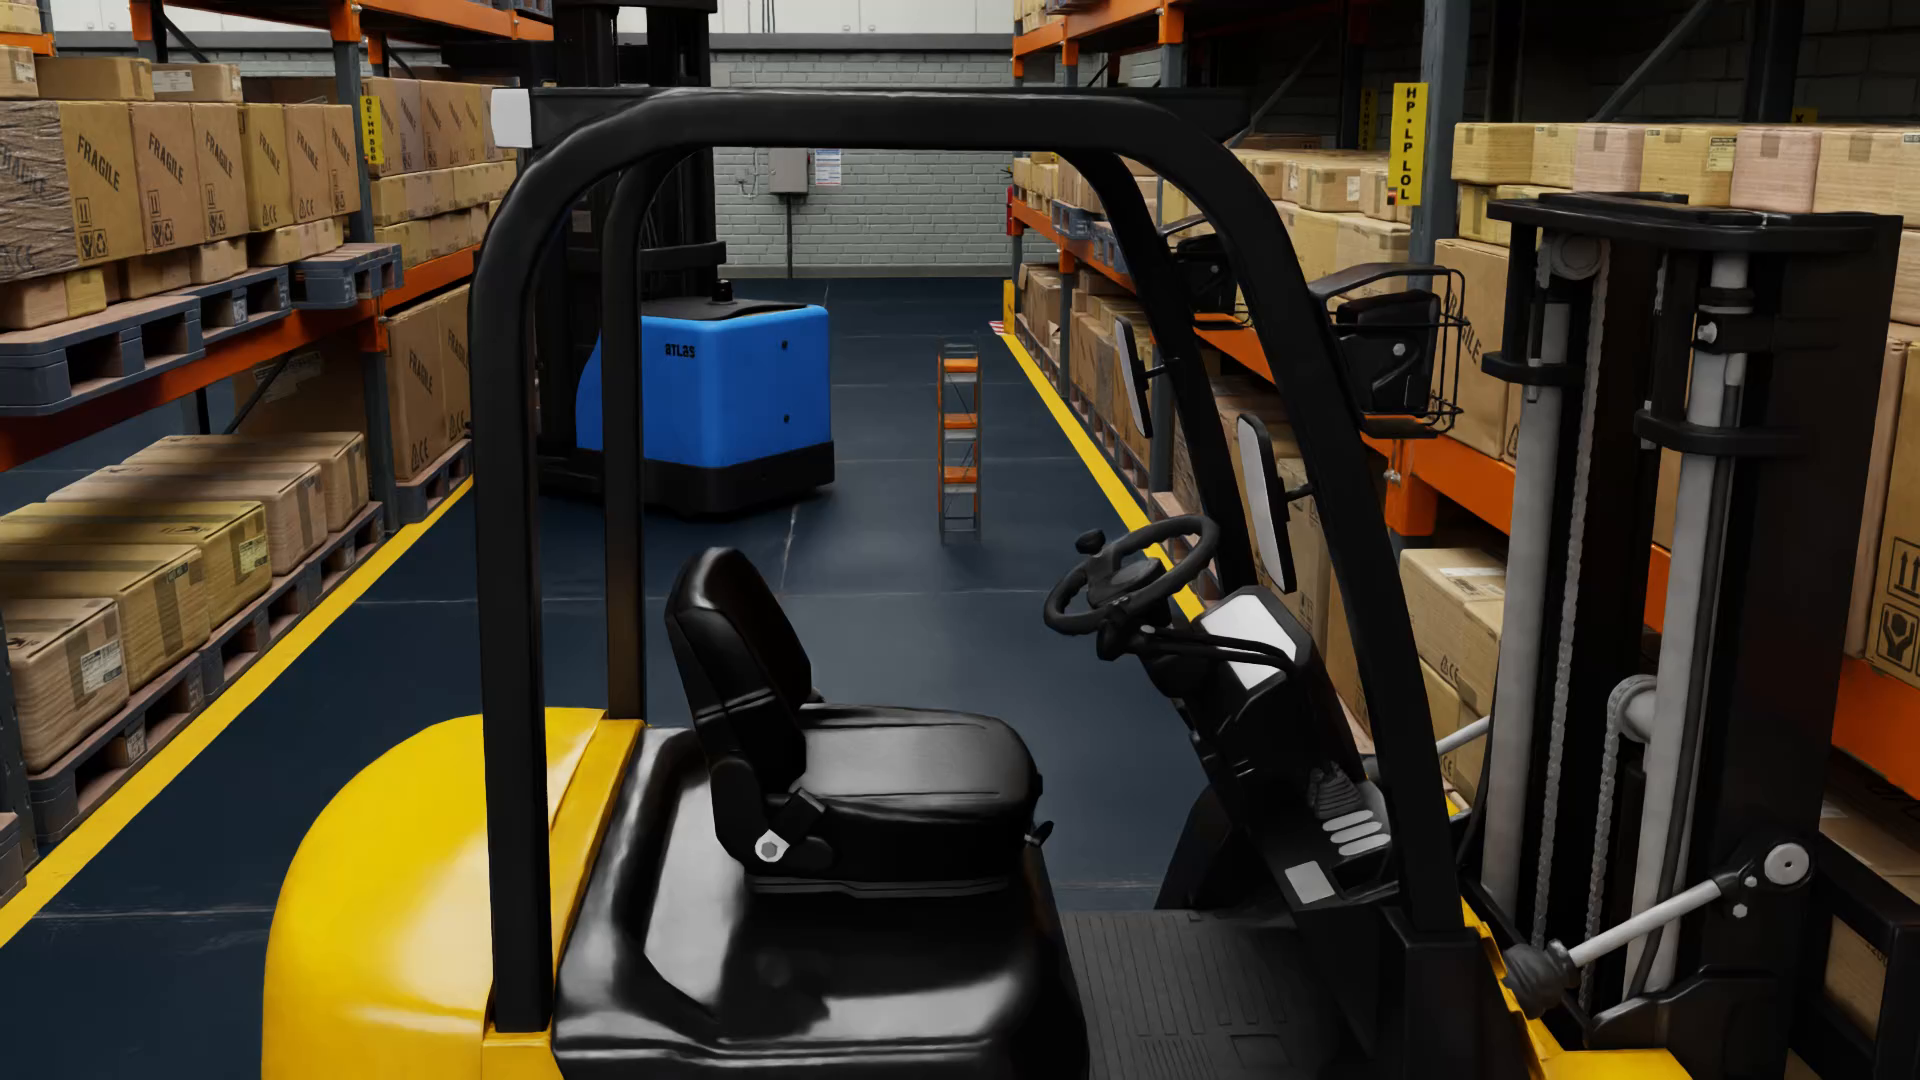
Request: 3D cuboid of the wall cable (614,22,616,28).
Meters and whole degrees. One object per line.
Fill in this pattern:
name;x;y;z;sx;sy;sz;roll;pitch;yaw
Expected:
wall cable;-4.567;-7.790;20.743;0.463;3.000;0.029;-1;14;-3

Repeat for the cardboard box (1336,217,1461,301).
cardboard box;1.478;-0.855;5.127;0.500;0.250;0.500;-1;14;-5

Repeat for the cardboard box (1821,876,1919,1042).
cardboard box;1.593;0.710;2.417;0.500;0.250;0.500;-1;14;-3

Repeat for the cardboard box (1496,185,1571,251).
cardboard box;1.539;-0.782;4.044;0.380;0.149;0.250;-1;14;-2

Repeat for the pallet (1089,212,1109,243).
pallet;1.391;-1.953;10.481;1.003;0.211;1.213;-1;14;-3

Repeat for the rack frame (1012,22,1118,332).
rack frame;1.021;-3.552;16.310;1.000;3.000;0.127;-1;14;-3

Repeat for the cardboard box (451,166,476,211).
cardboard box;-3.290;-2.163;10.210;0.500;0.250;0.500;-1;14;-2

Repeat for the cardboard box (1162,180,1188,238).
cardboard box;1.275;-1.617;8.089;0.500;0.250;0.500;-1;14;-3

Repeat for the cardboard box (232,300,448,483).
cardboard box;-3.398;-0.832;9.161;0.875;0.875;0.875;-1;14;-4

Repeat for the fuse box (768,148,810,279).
fuse box;-2.200;-4.248;21.603;0.539;1.711;0.414;-1;14;-3

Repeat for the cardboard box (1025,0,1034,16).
cardboard box;0.847;-4.708;14.487;0.500;0.250;0.500;-1;14;-5

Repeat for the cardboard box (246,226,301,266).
cardboard box;-2.995;-1.230;6.948;0.380;0.149;0.250;-1;14;-2

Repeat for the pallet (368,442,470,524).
pallet;-3.411;-0.331;9.390;1.003;0.211;1.213;-1;14;-3

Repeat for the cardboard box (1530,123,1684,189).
cardboard box;1.612;-0.927;4.008;0.380;0.149;0.250;-1;14;-3

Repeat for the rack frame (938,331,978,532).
rack frame;-0.011;-0.552;8.565;0.200;1.050;0.008;-1;14;-3

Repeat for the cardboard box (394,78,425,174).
cardboard box;-3.265;-2.267;9.109;0.500;0.500;0.500;-1;14;-3

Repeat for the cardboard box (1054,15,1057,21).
cardboard box;0.931;-4.101;12.928;0.380;0.149;0.250;0;14;-2

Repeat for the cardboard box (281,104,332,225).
cardboard box;-3.089;-1.643;7.252;0.500;0.500;0.500;-1;14;-4

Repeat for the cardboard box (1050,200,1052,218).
cardboard box;0.918;-2.639;13.268;0.380;0.149;0.250;-1;14;-2

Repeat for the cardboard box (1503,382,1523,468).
cardboard box;1.580;-0.372;3.752;0.500;0.500;0.500;-1;14;-2

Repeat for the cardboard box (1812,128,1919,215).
cardboard box;1.680;-0.609;2.774;0.380;0.149;0.250;-1;14;-3

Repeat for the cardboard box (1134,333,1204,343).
cardboard box;1.213;-1.121;9.737;0.380;0.149;0.250;-1;14;-5

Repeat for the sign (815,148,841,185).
sign;-1.720;-4.885;21.684;0.329;0.494;0.001;-1;14;-3

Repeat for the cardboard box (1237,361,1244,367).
cardboard box;1.805;-1.070;9.537;0.380;0.149;0.250;0;14;-2

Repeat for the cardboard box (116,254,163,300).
cardboard box;-2.983;-0.910;5.704;0.380;0.149;0.250;-1;14;-3

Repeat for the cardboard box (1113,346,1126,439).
cardboard box;1.220;-0.911;10.223;0.500;0.500;0.500;0;14;-1

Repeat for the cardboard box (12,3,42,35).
cardboard box;-8.575;-4.644;14.835;0.500;0.250;0.500;-1;14;-5

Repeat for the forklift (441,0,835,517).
forklift;-2.219;-1.807;9.668;3.031;2.935;1.130;10;17;34

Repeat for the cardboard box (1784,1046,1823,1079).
cardboard box;1.596;0.945;2.508;0.500;0.250;0.500;-1;14;-5

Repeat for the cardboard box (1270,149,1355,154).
cardboard box;1.738;-1.847;8.182;0.380;0.149;0.250;0;14;-2

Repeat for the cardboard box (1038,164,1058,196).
cardboard box;0.930;-3.000;13.869;0.500;0.250;0.500;-1;14;-4

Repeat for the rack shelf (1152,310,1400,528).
rack shelf;1.640;-0.716;6.734;1.077;0.370;4.000;-1;14;-3

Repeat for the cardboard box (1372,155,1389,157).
cardboard box;1.943;-1.531;6.955;0.380;0.149;0.250;-1;14;-4

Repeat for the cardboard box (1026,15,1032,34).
cardboard box;0.786;-4.542;14.645;0.380;0.149;0.250;-1;14;-4

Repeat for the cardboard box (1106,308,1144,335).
cardboard box;1.168;-1.447;11.001;0.380;0.149;0.250;0;14;-1

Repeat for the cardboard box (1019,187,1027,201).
cardboard box;0.767;-3.344;16.007;0.380;0.149;0.250;-1;14;-4

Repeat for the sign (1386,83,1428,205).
sign;1.223;-1.079;4.535;0.100;0.325;0.005;-1;14;-3

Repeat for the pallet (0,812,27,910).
pallet;-3.113;1.027;4.110;1.003;0.211;1.213;-1;14;-3

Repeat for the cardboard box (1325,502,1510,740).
cardboard box;1.720;0.250;5.458;0.875;0.625;0.625;0;14;-1

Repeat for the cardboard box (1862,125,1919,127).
cardboard box;2.167;-0.809;3.552;0.380;0.149;0.250;-1;14;-5

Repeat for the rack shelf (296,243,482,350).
rack shelf;-3.562;-1.633;10.299;1.077;0.370;4.000;-1;14;-3

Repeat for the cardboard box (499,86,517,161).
cardboard box;-3.407;-2.905;11.589;0.500;0.500;0.500;0;14;-2

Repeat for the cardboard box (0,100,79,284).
cardboard box;-2.933;-1.007;4.778;0.500;0.500;0.500;-1;14;-2

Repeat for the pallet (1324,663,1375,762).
pallet;1.679;0.601;5.768;1.003;0.211;1.213;-1;14;-3

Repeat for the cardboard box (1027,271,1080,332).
cardboard box;0.978;-2.178;15.144;0.700;0.500;0.500;0;14;-1

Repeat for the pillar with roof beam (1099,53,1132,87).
pillar with roof beam;-2.544;-7.075;17.965;9.100;9.000;0.400;-1;14;-3

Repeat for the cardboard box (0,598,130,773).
cardboard box;-3.225;0.449;5.192;0.950;0.372;0.625;-1;14;-3

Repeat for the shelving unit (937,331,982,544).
shelving unit;-0.003;-0.522;8.447;0.215;1.050;0.252;-1;14;-3

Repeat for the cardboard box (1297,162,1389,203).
cardboard box;1.422;-1.266;5.926;0.380;0.149;0.250;-1;14;-5

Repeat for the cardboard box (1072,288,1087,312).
cardboard box;1.025;-1.770;12.259;0.380;0.149;0.250;0;14;-1

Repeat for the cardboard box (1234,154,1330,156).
cardboard box;1.376;-1.584;7.161;0.380;0.149;0.250;-1;14;-3

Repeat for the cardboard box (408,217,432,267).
cardboard box;-3.266;-1.665;9.278;0.500;0.250;0.500;-1;14;-5

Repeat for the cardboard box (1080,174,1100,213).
cardboard box;1.156;-2.361;10.639;0.700;0.500;0.500;-1;14;-4

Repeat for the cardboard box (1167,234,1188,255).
cardboard box;1.300;-1.375;8.153;0.500;0.250;0.500;-1;14;-3

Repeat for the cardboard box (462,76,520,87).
cardboard box;-3.446;-3.409;12.245;0.380;0.149;0.250;-1;14;-4

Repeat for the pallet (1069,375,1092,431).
pallet;1.356;-1.005;12.007;1.003;0.211;1.213;-1;14;-3

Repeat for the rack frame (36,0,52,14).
rack frame;-8.868;-6.278;14.867;1.000;3.000;0.127;-1;14;-3
